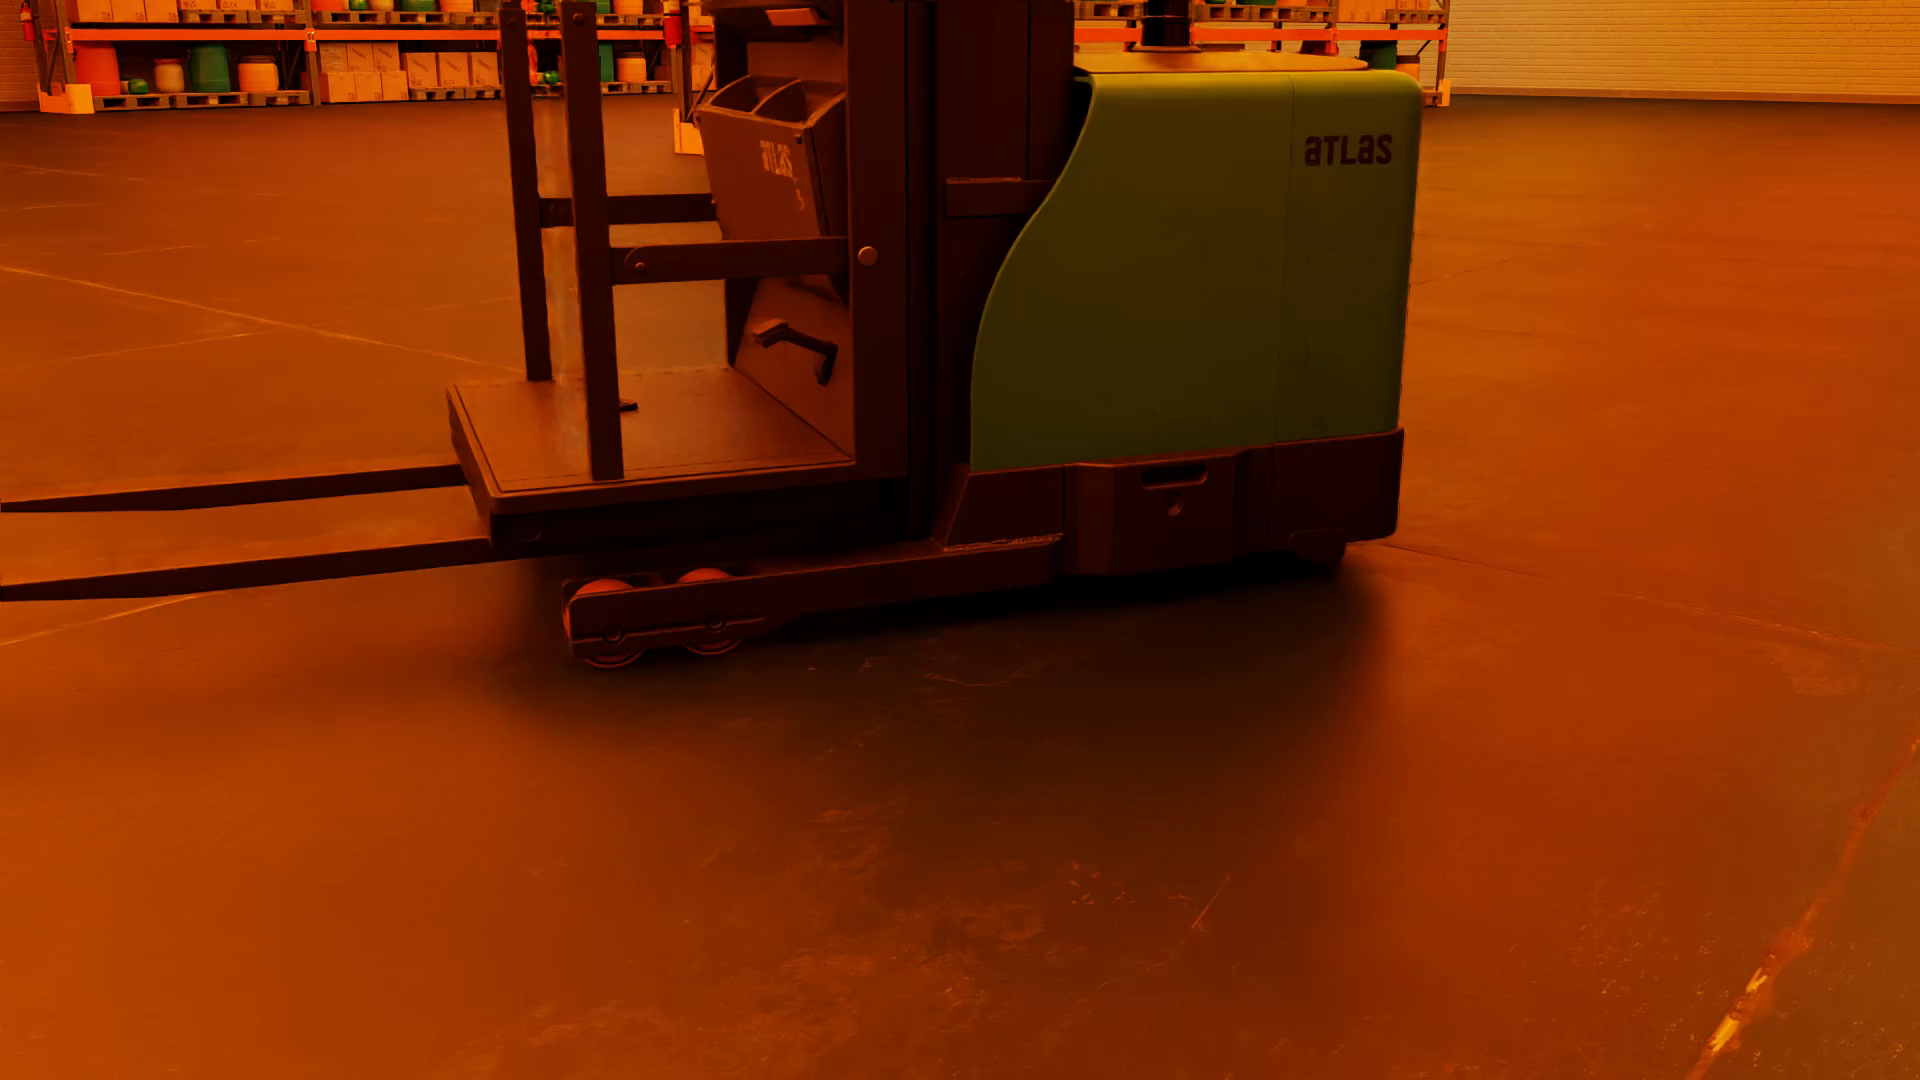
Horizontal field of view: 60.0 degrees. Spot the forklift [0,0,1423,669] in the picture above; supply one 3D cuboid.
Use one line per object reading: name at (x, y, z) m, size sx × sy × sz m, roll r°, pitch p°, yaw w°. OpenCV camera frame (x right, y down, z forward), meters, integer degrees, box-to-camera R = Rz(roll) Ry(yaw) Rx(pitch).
forklift at (-0.580, -1.332, 3.286) m, size 3.031 × 2.935 × 1.130 m, roll -6°, pitch 18°, yaw -20°
